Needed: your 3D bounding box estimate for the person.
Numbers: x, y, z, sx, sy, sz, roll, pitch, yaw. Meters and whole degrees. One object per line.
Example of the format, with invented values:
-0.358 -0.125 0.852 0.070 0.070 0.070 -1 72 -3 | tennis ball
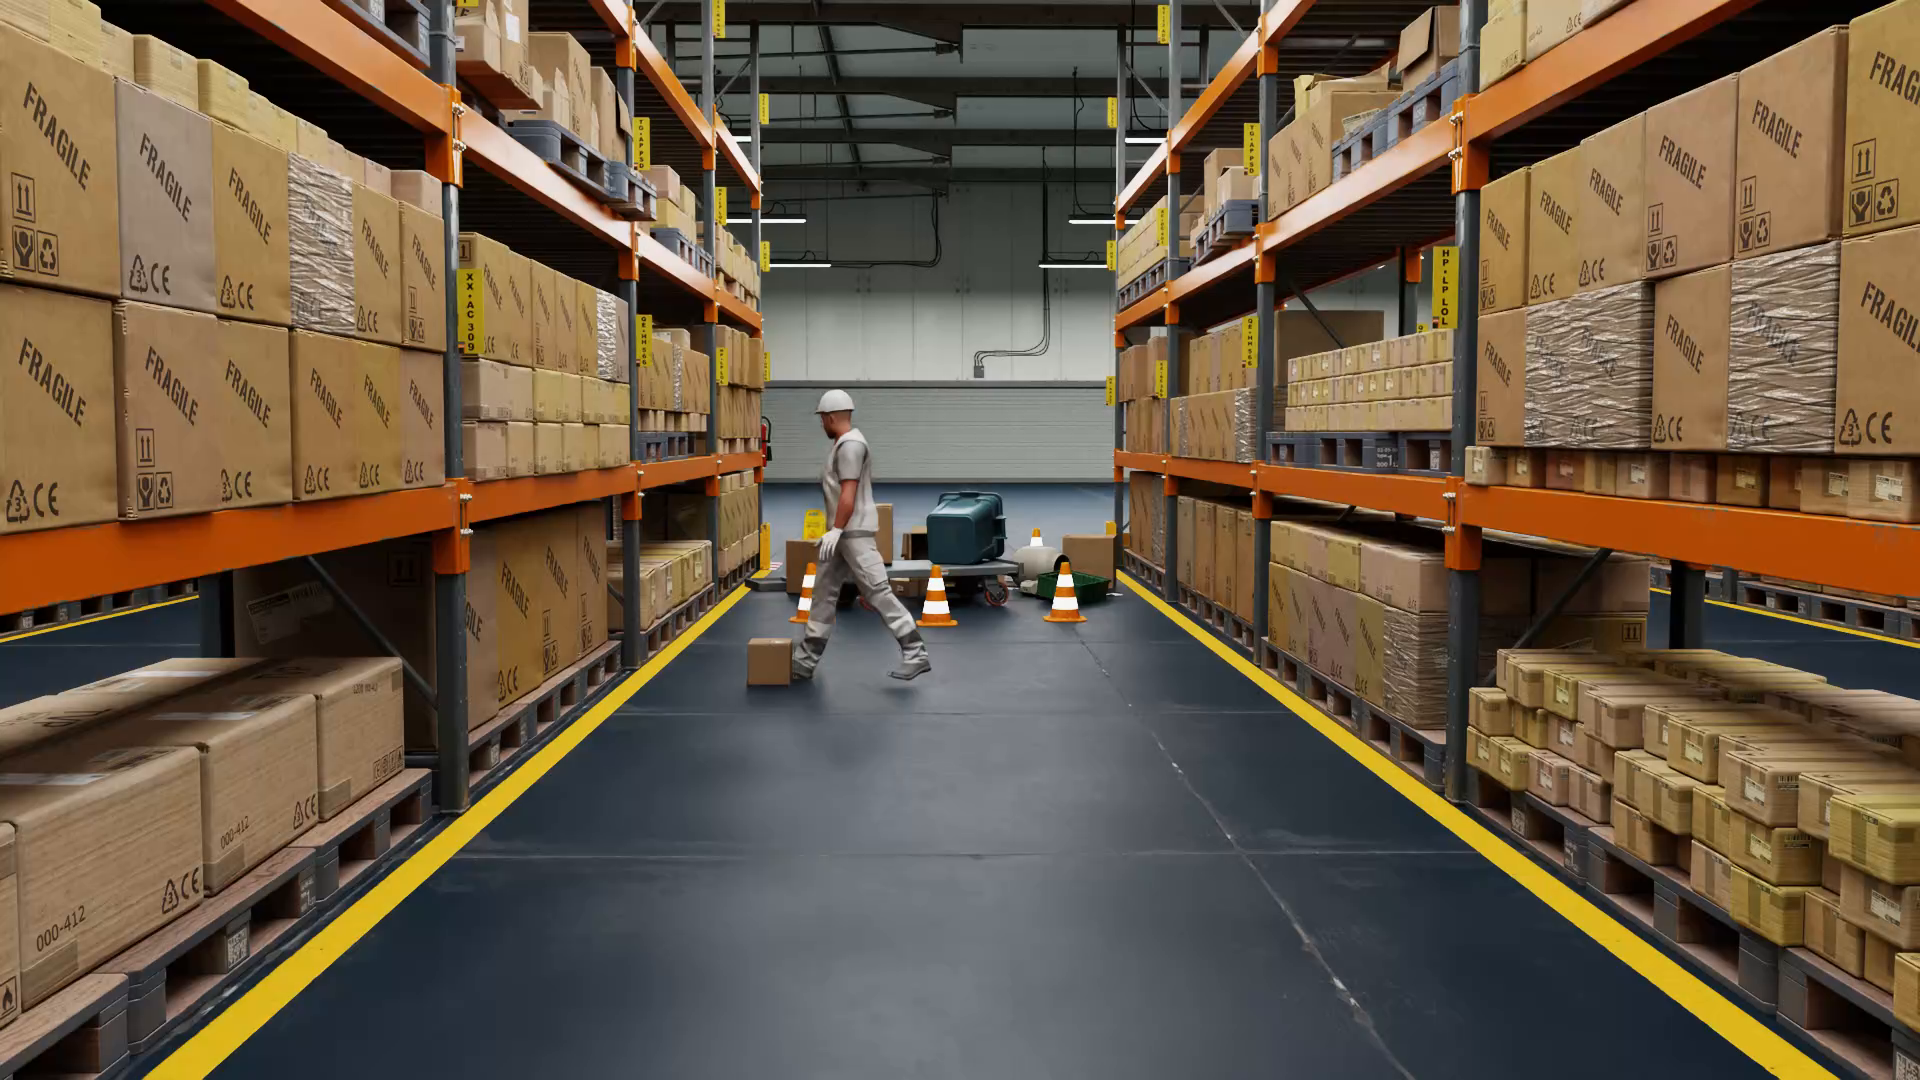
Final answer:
-0.675 -0.021 9.967 0.955 1.755 0.639 -1 4 -11 | person
